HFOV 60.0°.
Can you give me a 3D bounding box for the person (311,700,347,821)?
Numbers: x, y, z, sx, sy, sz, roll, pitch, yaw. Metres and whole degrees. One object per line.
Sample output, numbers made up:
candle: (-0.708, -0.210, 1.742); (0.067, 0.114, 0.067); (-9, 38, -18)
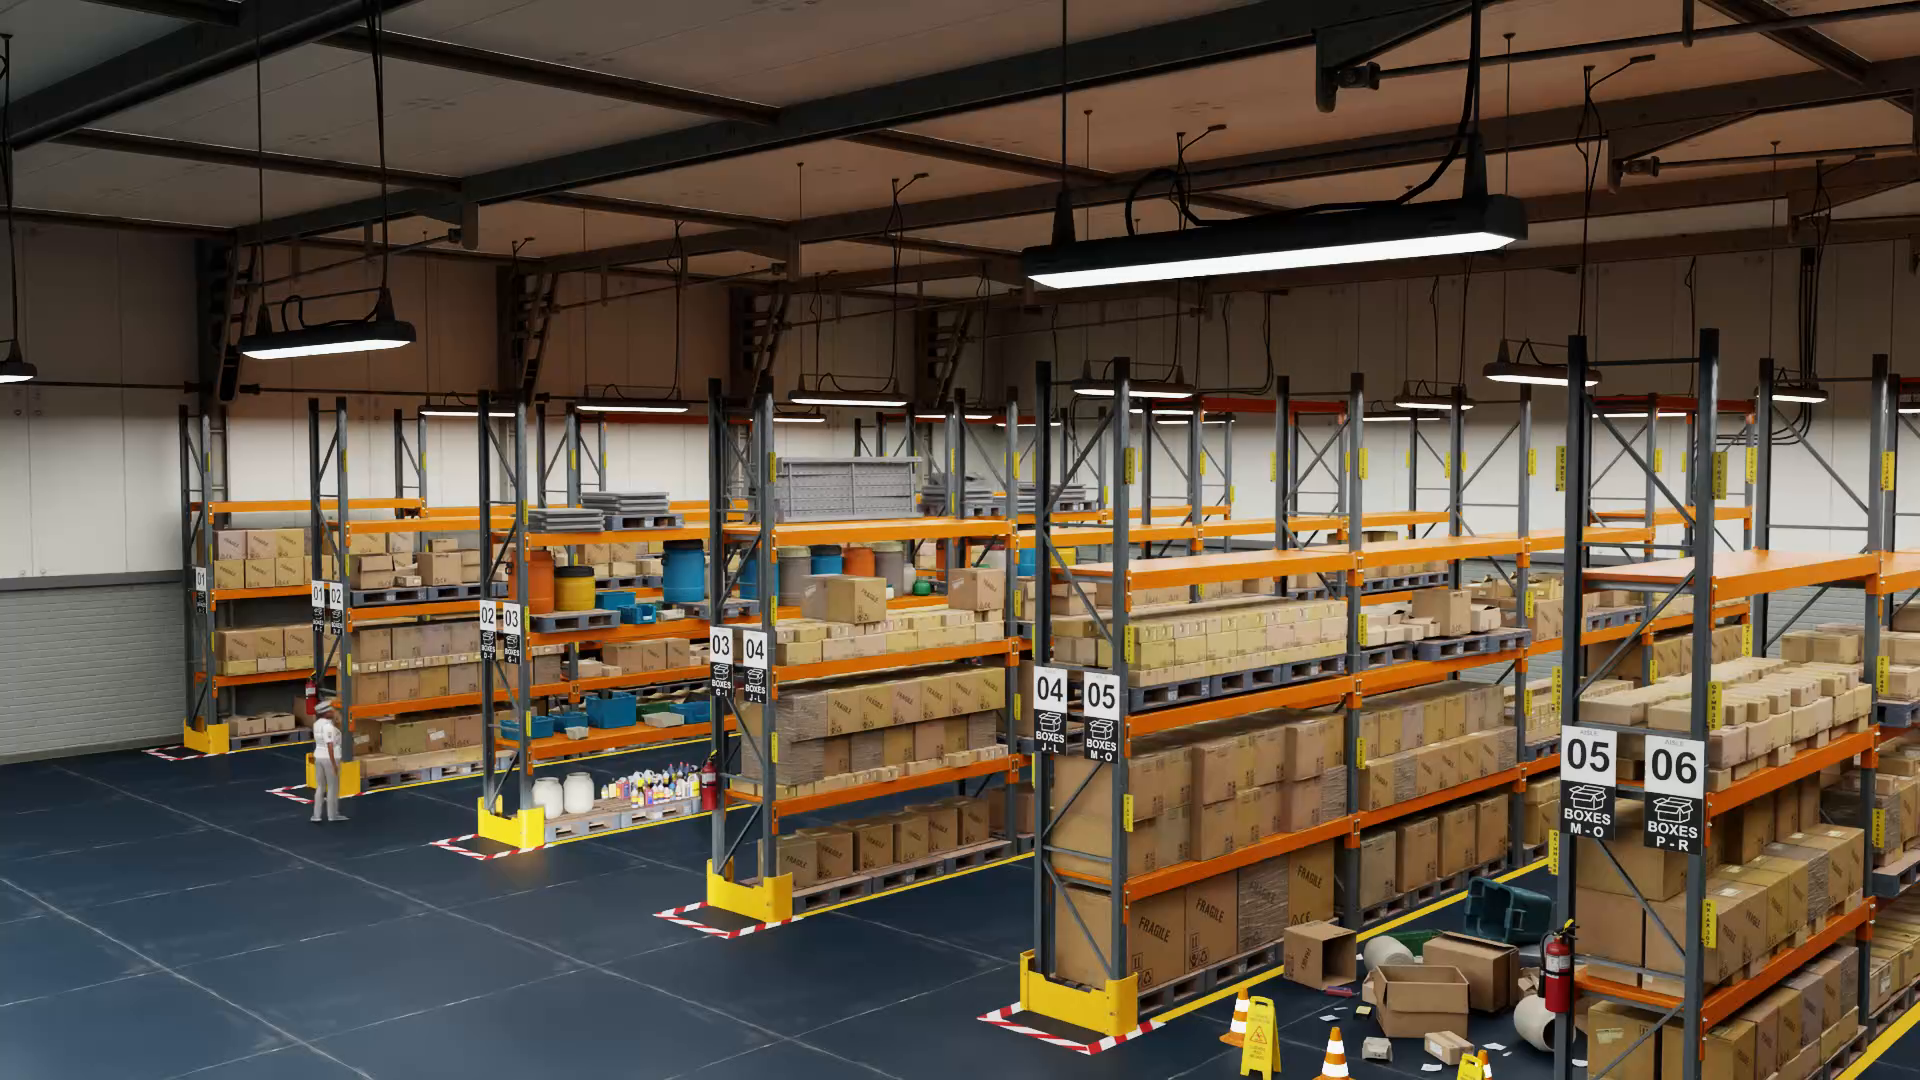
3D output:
person: (-8.830, 3.092, 23.266); (0.523, 1.696, 0.407); (2, 4, 31)
